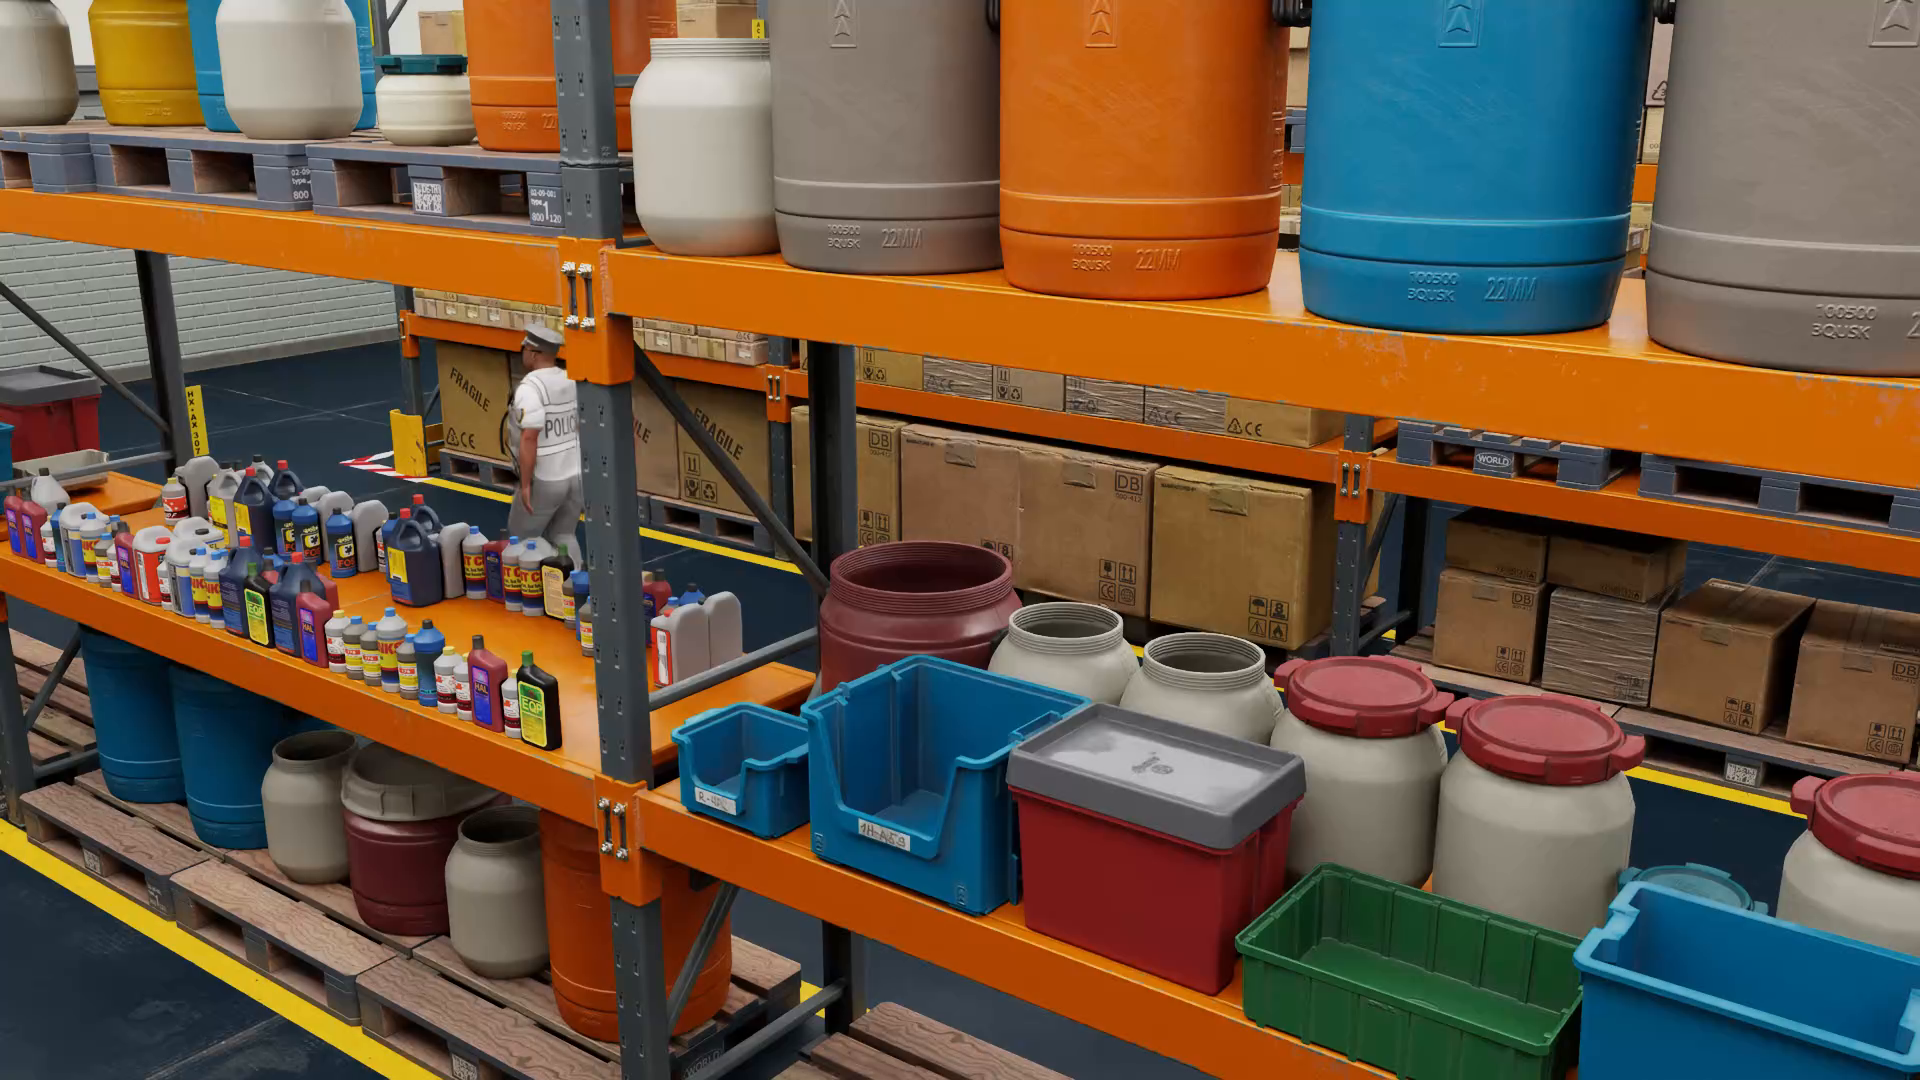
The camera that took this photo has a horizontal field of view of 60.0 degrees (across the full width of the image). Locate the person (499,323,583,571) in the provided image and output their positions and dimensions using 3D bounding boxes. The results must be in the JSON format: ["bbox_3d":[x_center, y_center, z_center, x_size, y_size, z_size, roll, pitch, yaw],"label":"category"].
[{"bbox_3d":[-2.356,-0.371,9.643,0.509,1.759,0.579,8,18,26],"label":"person"}]
